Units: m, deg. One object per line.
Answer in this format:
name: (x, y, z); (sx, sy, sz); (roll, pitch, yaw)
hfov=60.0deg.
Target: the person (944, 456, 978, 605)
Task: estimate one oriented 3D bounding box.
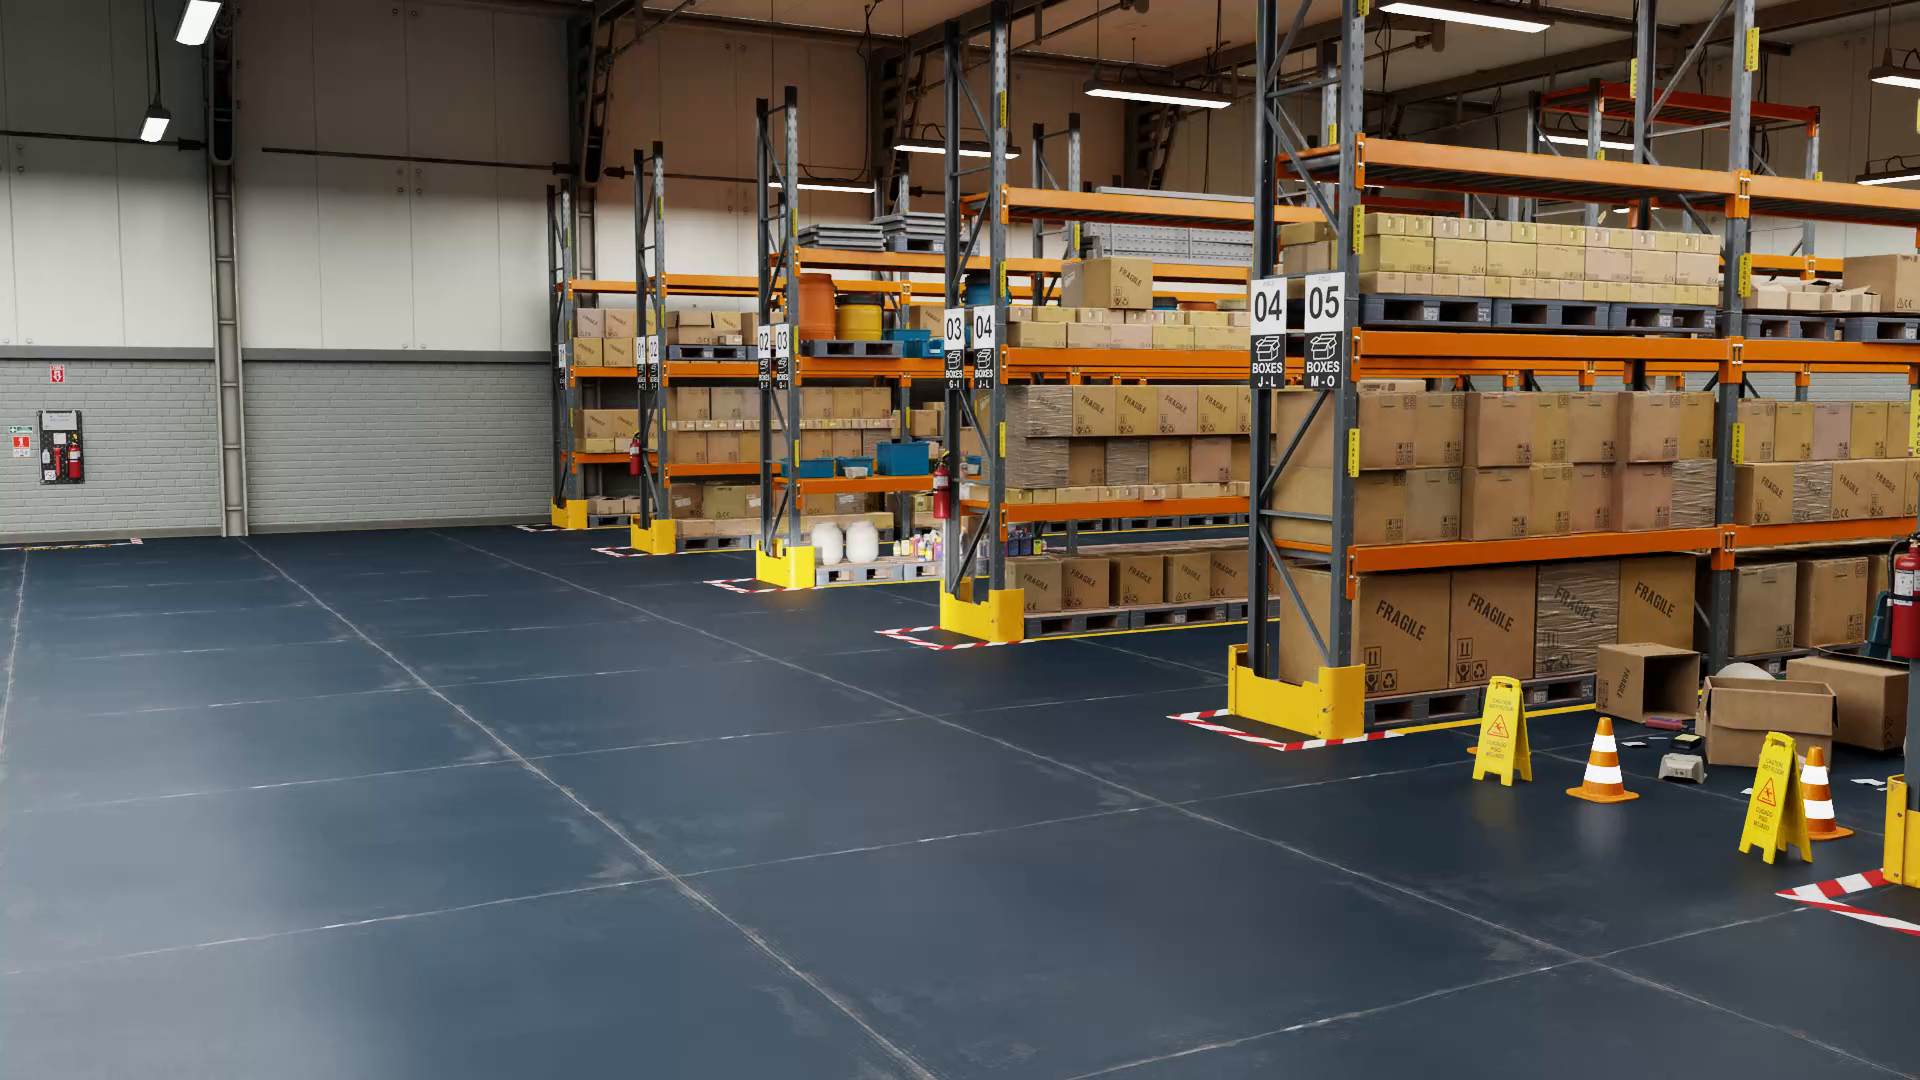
person: (0.044, -0.071, 18.146); (0.460, 1.686, 0.563); (-3, 6, -29)
